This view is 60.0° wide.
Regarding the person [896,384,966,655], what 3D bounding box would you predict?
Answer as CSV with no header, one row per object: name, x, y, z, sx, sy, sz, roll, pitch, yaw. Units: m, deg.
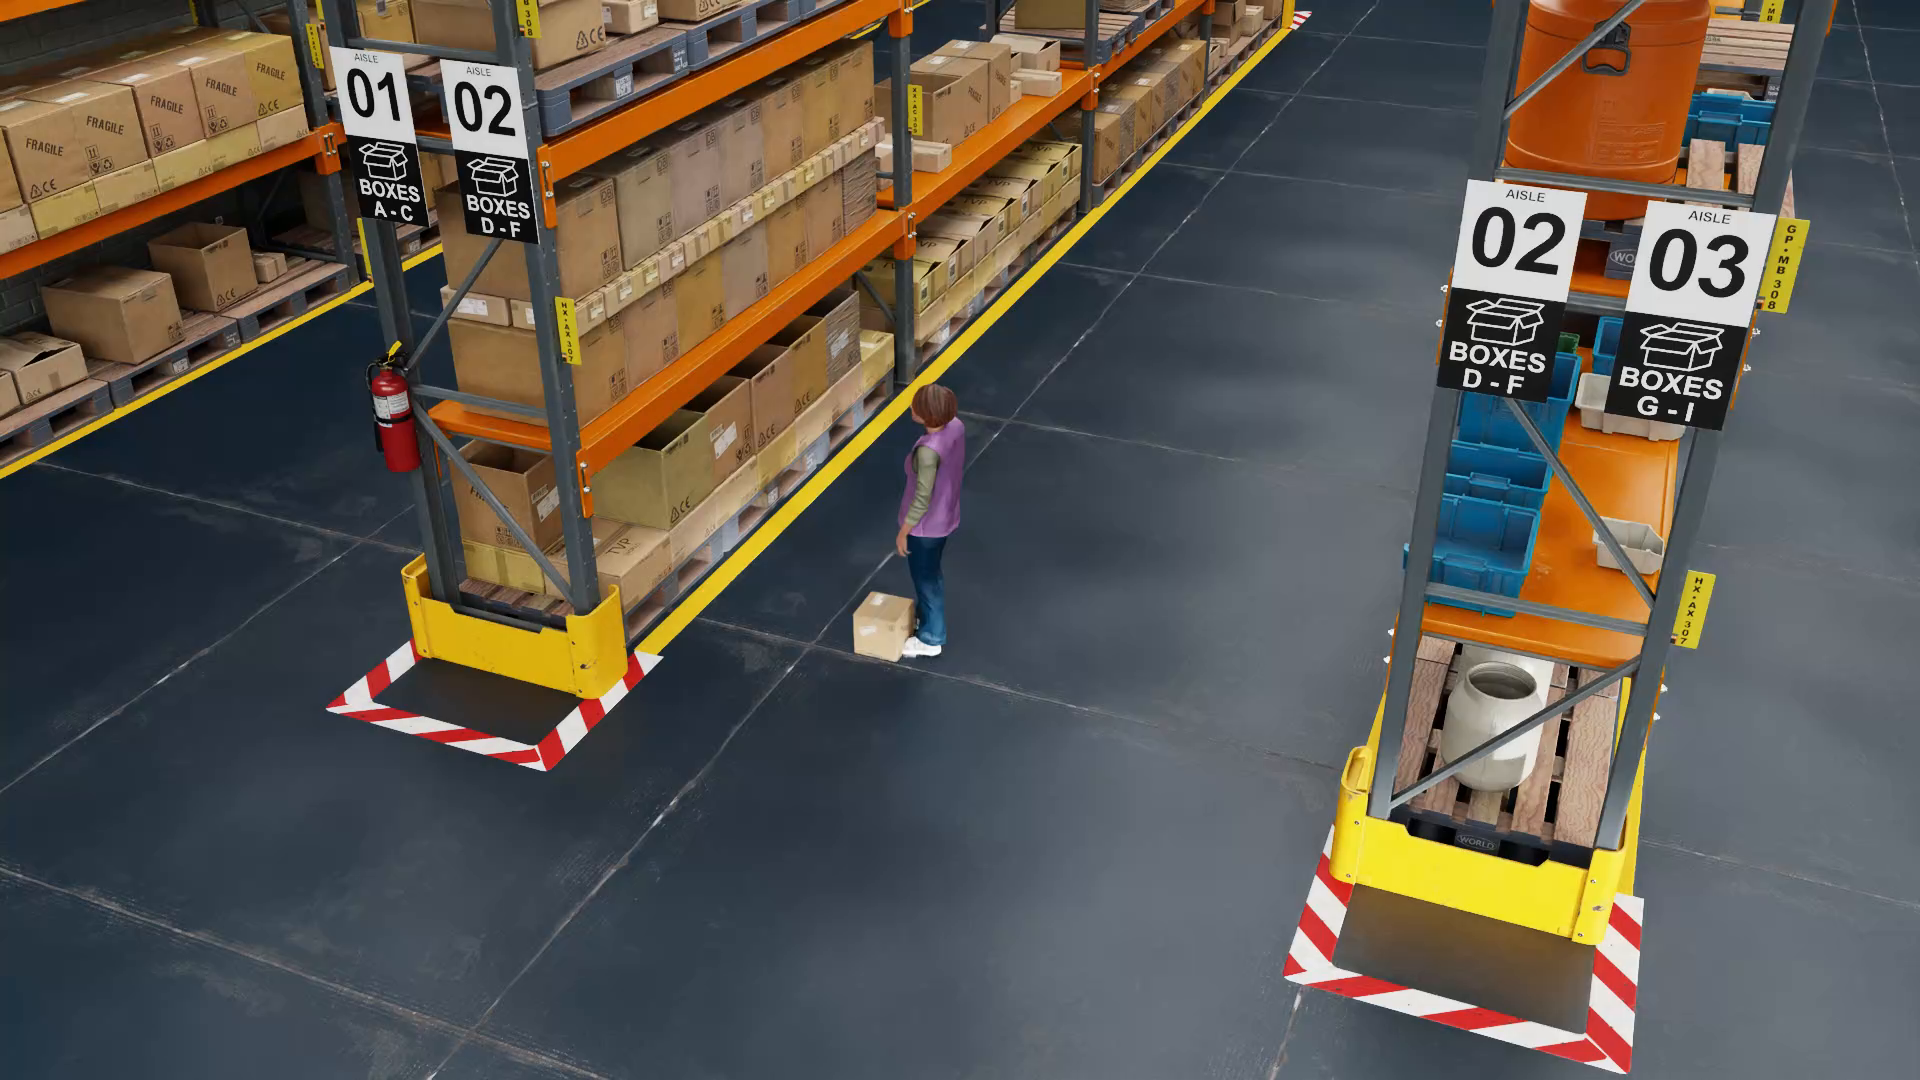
person,-0.222,-0.107,8.563,0.474,1.597,0.518,12,32,19
